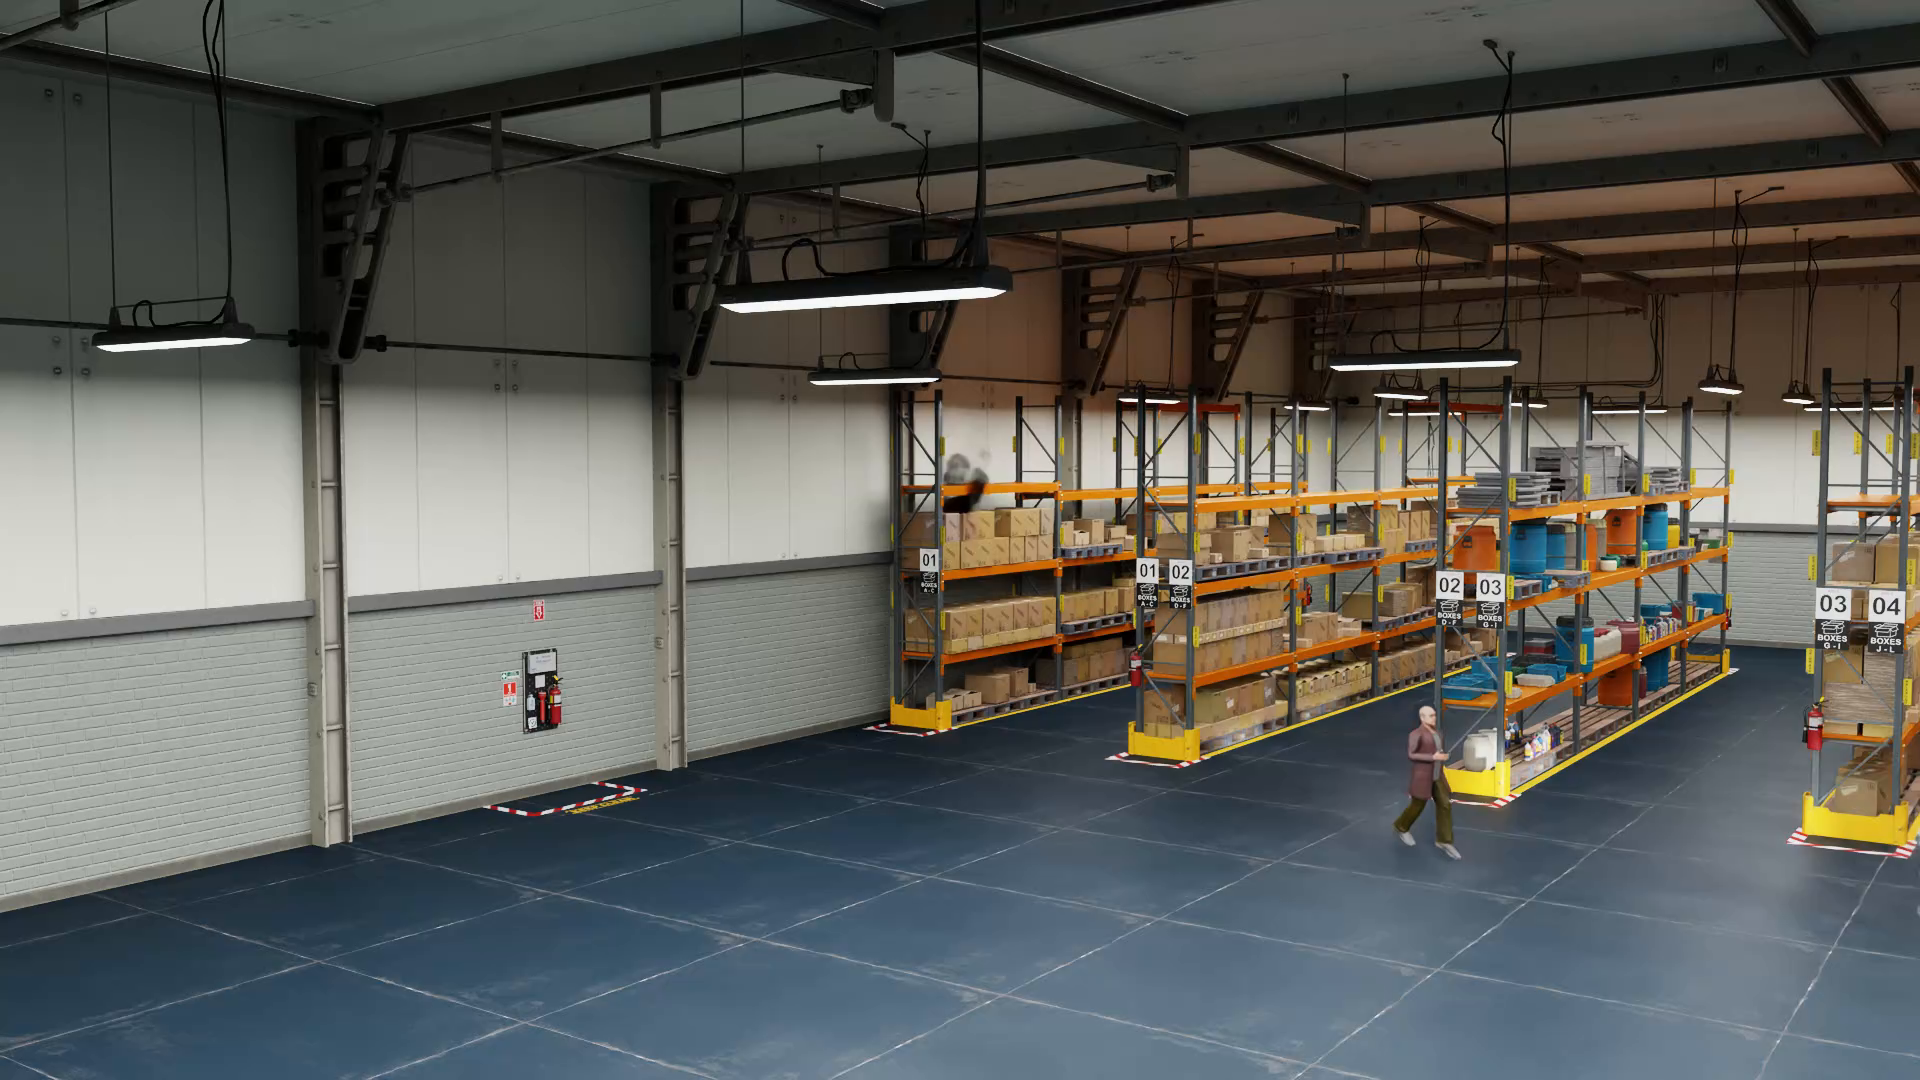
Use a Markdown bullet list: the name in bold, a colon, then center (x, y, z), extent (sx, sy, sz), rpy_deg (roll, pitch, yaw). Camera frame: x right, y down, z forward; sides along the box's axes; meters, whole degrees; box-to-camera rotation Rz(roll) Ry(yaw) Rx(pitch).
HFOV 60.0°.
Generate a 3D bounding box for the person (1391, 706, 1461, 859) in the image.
- **person**: center (5.727, 2.952, 20.479), extent (0.697, 1.831, 0.966), rpy_deg (-2, 4, -33)
